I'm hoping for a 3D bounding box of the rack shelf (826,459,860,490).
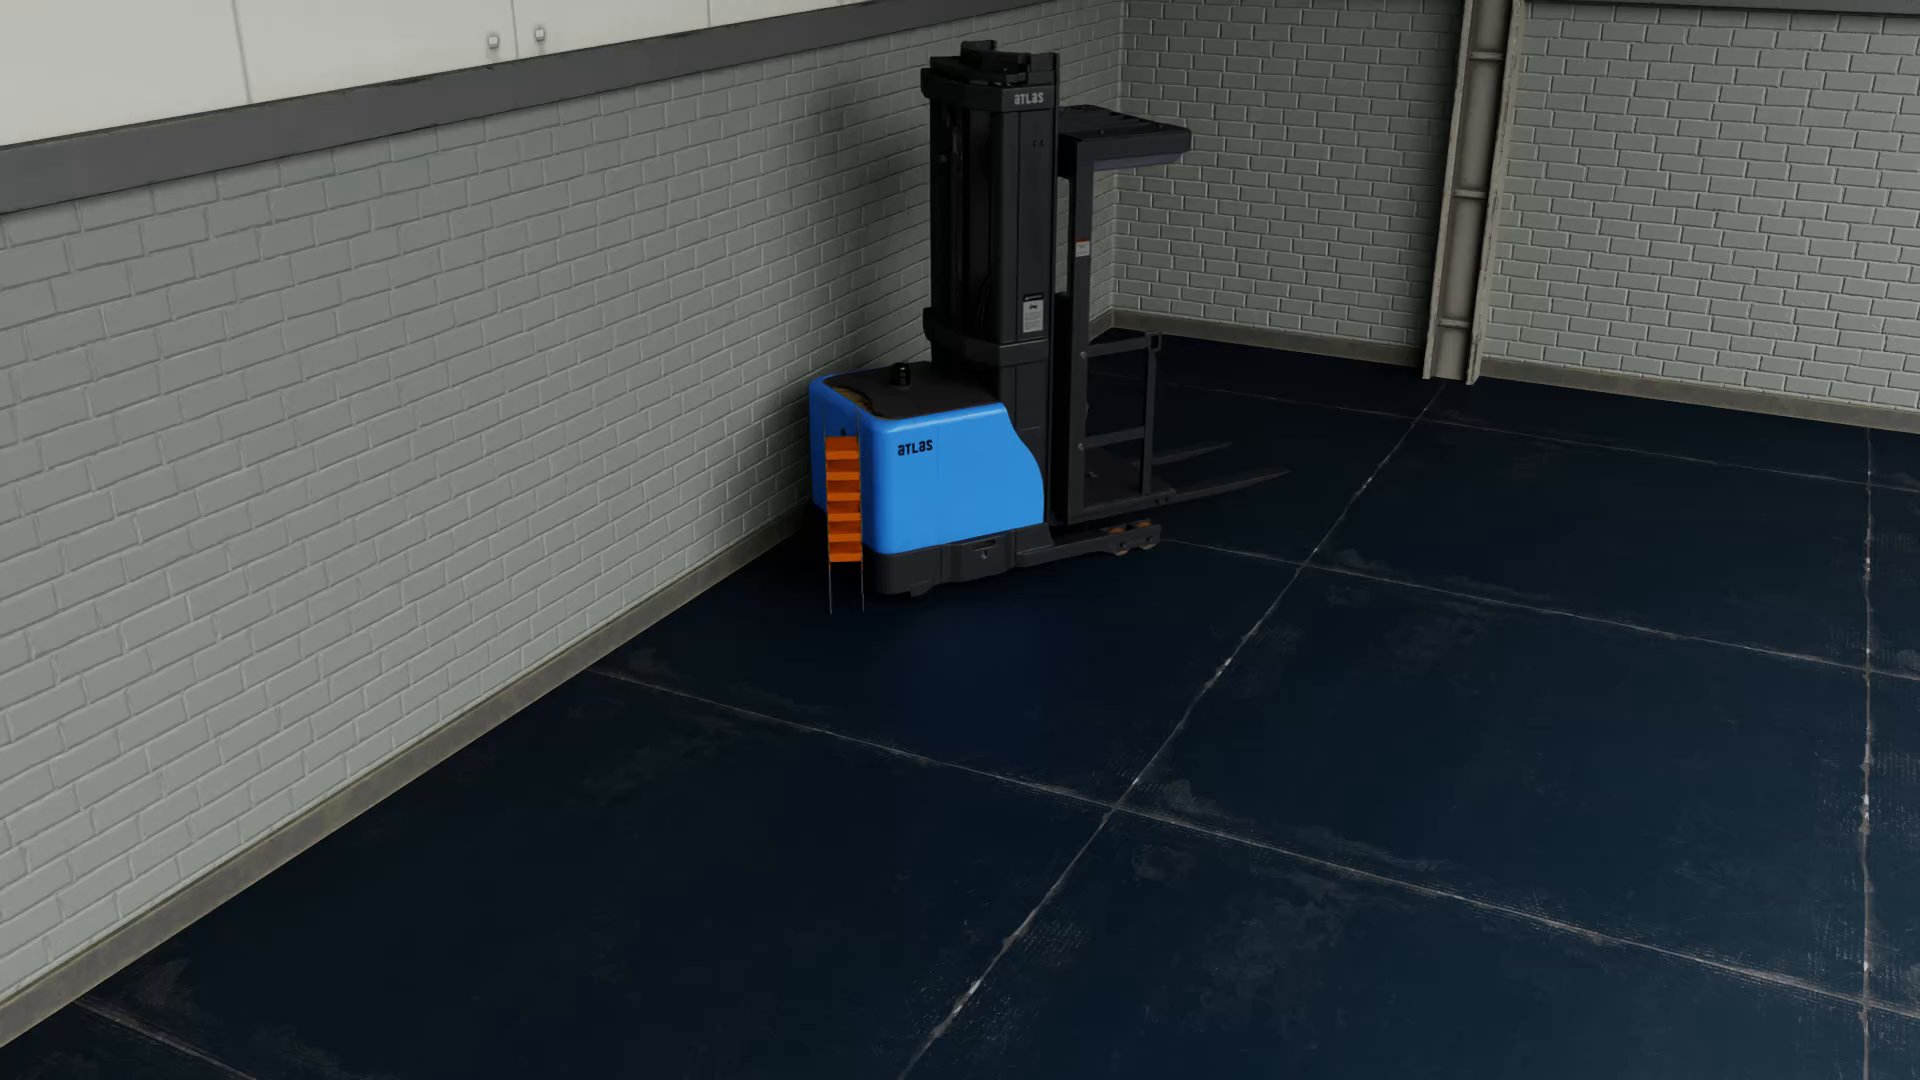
[{"bbox_3d":[-0.642,-0.370,9.087,0.180,0.103,0.258,-2,23,-5],"label":"rack shelf"}]

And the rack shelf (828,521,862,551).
[{"bbox_3d":[-0.642,-0.039,9.228,0.180,0.103,0.258,-2,23,-5],"label":"rack shelf"}]

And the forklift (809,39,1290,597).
[{"bbox_3d":[0.642,-1.423,9.852,3.031,2.935,1.130,-12,26,-26],"label":"forklift"}]

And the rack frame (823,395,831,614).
[{"bbox_3d":[-0.733,-0.186,9.155,0.006,1.200,0.240,-2,23,-5],"label":"rack frame"}]

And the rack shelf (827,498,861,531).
[{"bbox_3d":[-0.642,-0.149,9.181,0.180,0.103,0.258,-2,23,-5],"label":"rack shelf"}]

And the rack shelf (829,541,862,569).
[{"bbox_3d":[-0.642,0.072,9.275,0.180,0.103,0.258,-2,23,-5],"label":"rack shelf"}]

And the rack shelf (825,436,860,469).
[{"bbox_3d":[-0.642,-0.480,9.040,0.180,0.103,0.258,-2,23,-5],"label":"rack shelf"}]

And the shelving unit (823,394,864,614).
[{"bbox_3d":[-0.642,-0.190,9.163,0.189,1.200,0.258,-2,23,-5],"label":"shelving unit"}]

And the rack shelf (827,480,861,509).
[{"bbox_3d":[-0.642,-0.259,9.134,0.180,0.103,0.258,-2,23,-5],"label":"rack shelf"}]

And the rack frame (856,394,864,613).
[{"bbox_3d":[-0.550,-0.193,9.171,0.006,1.200,0.240,-2,23,-5],"label":"rack frame"}]

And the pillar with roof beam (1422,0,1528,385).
[{"bbox_3d":[1.994,-3.950,8.039,0.400,9.000,9.100,11,25,25],"label":"pillar with roof beam"}]
